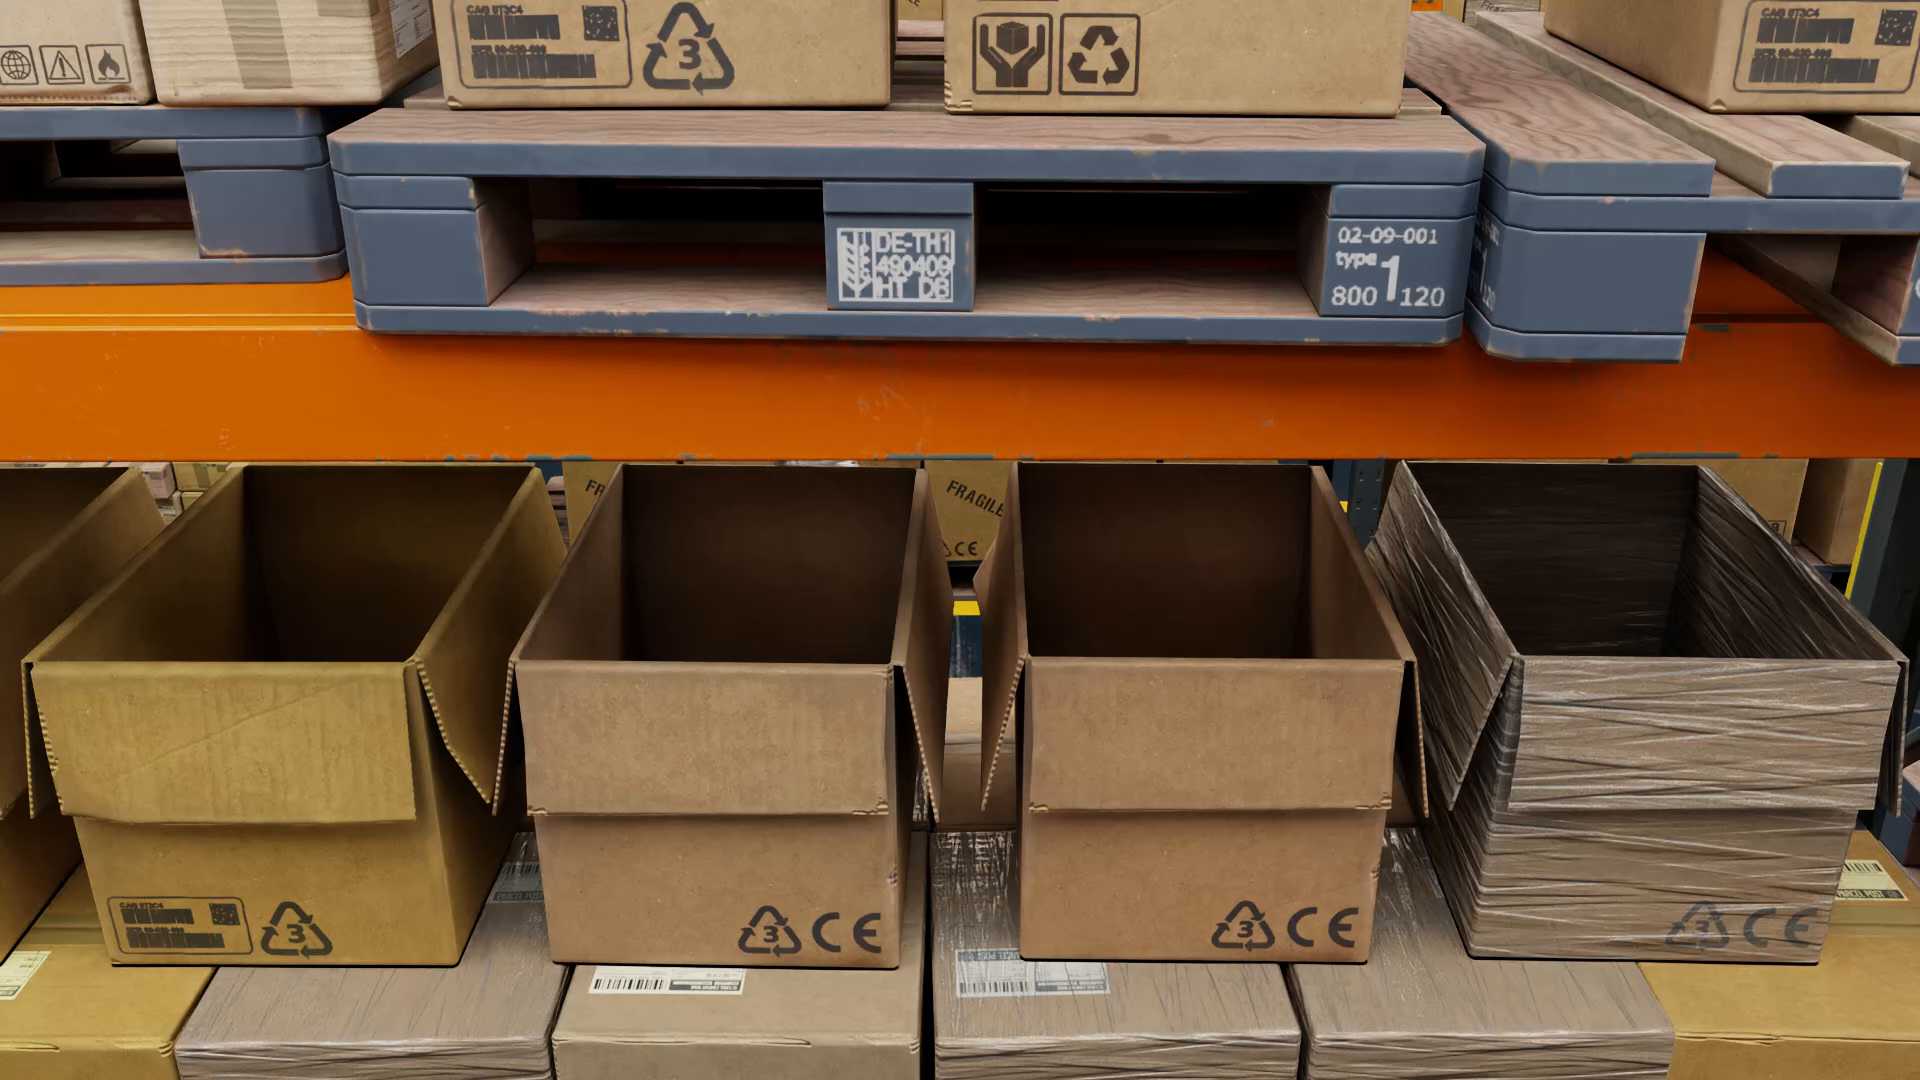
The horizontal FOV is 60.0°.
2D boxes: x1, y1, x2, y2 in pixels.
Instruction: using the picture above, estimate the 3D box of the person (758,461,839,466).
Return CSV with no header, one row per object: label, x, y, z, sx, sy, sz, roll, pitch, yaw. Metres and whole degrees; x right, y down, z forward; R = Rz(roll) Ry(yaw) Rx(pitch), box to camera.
person,-0.558,-0.036,6.203,0.669,1.713,0.513,-2,24,-4
